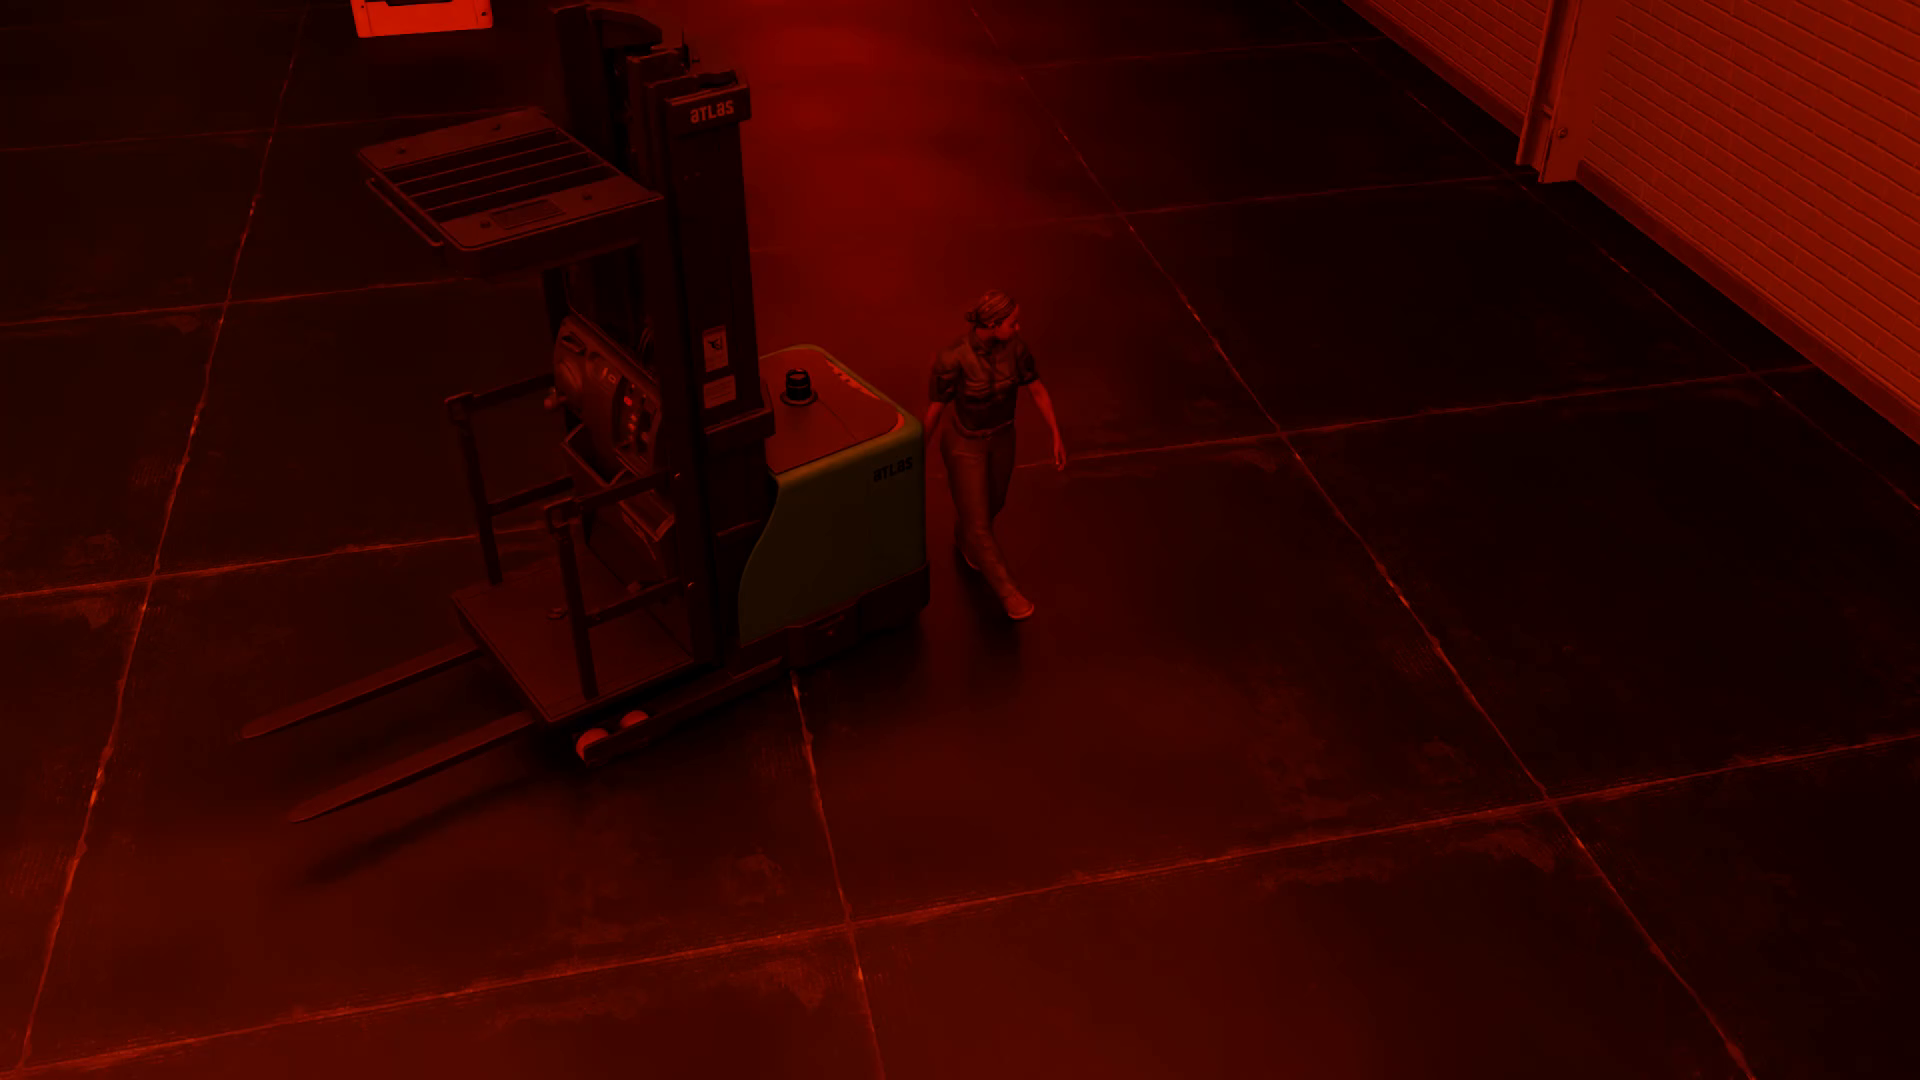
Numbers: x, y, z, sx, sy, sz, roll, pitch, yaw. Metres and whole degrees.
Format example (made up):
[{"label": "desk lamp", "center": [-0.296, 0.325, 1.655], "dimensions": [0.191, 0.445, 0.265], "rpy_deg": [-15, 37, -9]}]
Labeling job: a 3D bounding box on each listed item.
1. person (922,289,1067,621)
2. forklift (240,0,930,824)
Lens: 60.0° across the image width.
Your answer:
[{"label": "person", "center": [0.146, -0.399, 7.742], "dimensions": [0.635, 1.612, 0.872], "rpy_deg": [-21, 41, -27]}, {"label": "forklift", "center": [-1.636, -0.560, 6.829], "dimensions": [3.031, 2.935, 1.130], "rpy_deg": [-23, 42, -29]}]
